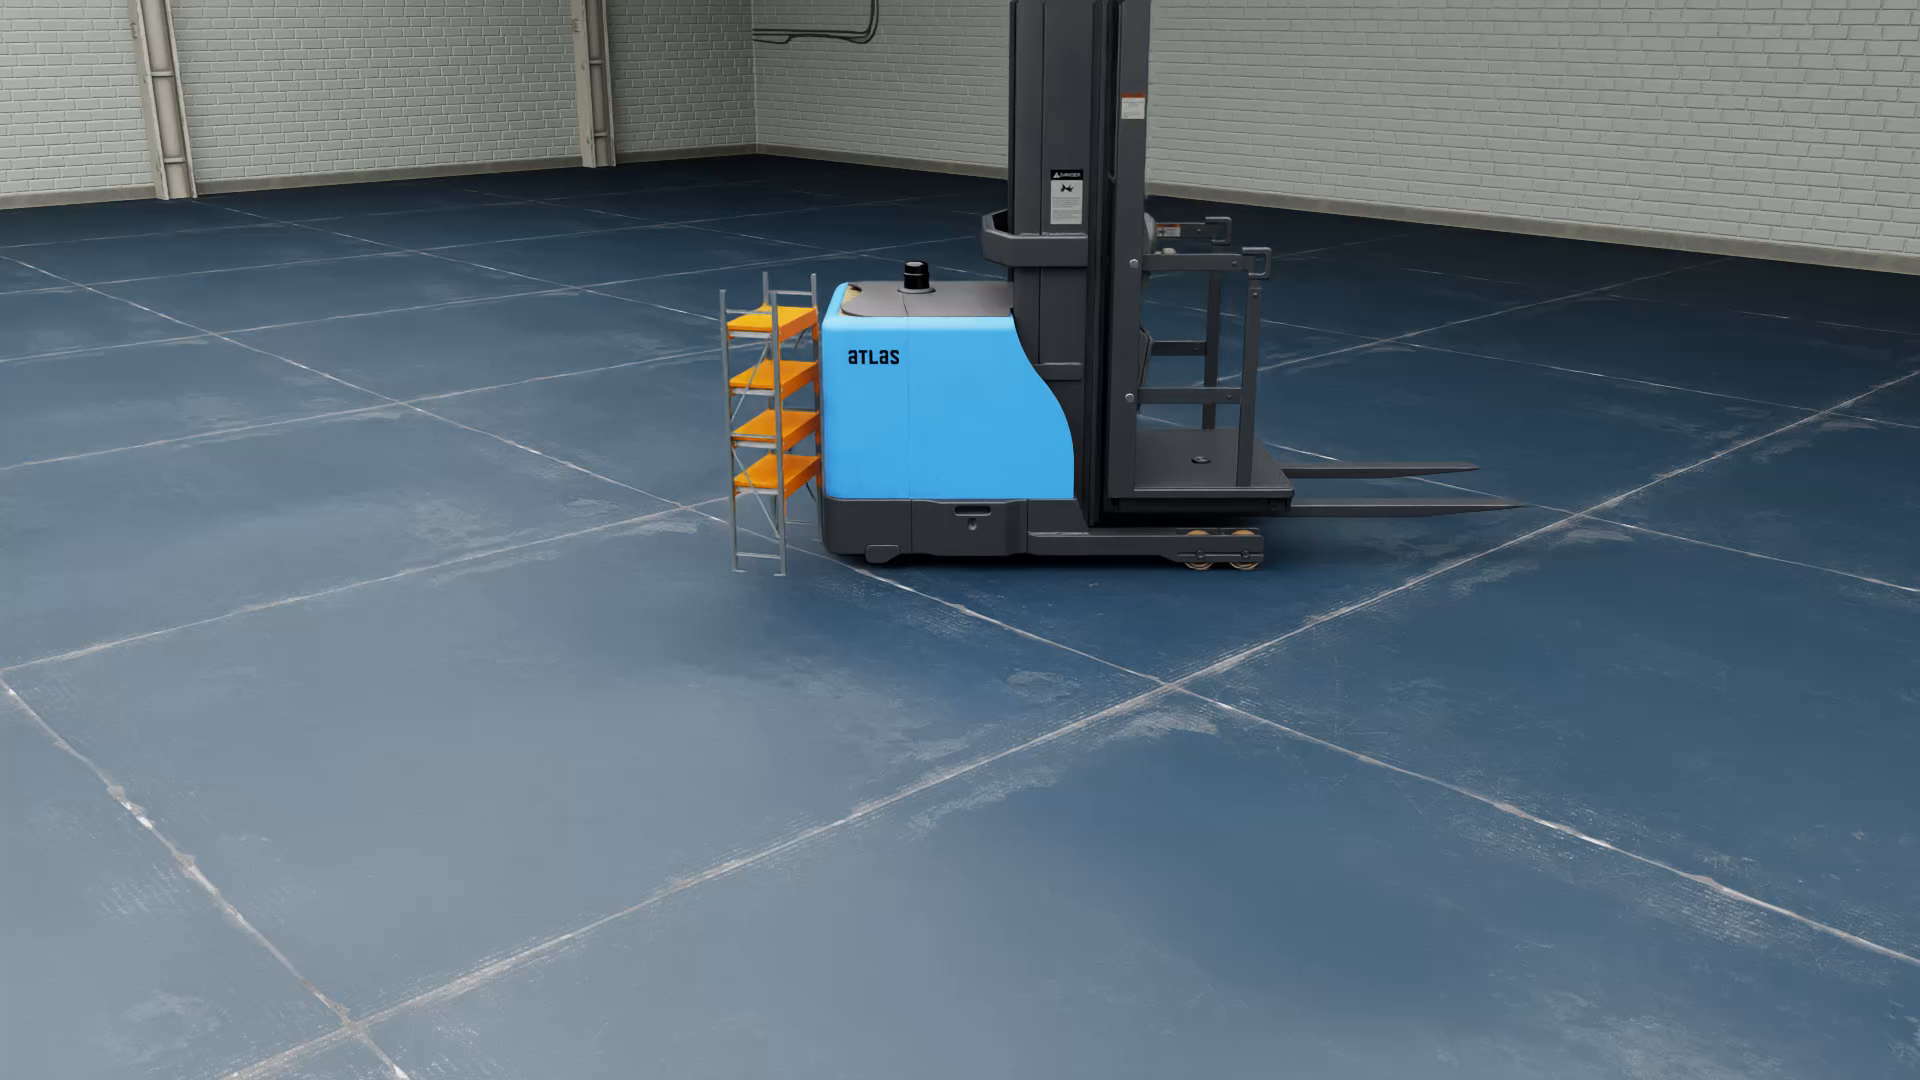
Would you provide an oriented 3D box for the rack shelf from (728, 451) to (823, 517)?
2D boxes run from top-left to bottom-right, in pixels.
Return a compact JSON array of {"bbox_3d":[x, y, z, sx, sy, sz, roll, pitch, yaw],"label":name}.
[{"bbox_3d":[-0.790,-0.246,7.160,0.258,0.148,0.480,4,18,14],"label":"rack shelf"}]

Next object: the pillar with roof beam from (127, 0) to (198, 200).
[{"bbox_3d":[-6.706,-7.541,16.154,0.400,9.000,9.100,-16,24,-41],"label":"pillar with roof beam"}]

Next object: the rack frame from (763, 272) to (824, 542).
[{"bbox_3d":[-0.730,-0.572,7.303,0.240,1.200,0.015,4,18,14],"label":"rack frame"}]

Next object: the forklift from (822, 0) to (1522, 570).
[{"bbox_3d":[0.928,-1.431,7.146,3.031,2.935,1.130,0,18,0],"label":"forklift"}]

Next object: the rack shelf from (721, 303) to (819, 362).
[{"bbox_3d":[-0.790,-0.873,6.957,0.258,0.148,0.480,4,18,14],"label":"rack shelf"}]

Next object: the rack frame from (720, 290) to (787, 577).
[{"bbox_3d":[-0.849,-0.426,6.853,0.240,1.200,0.015,4,18,14],"label":"rack frame"}]

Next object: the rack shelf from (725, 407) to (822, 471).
[{"bbox_3d":[-0.790,-0.435,7.099,0.258,0.148,0.480,4,18,14],"label":"rack shelf"}]

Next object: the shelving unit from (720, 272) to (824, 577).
[{"bbox_3d":[-0.790,-0.499,7.078,0.258,1.200,0.503,4,18,14],"label":"shelving unit"}]

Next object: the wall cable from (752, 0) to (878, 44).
[{"bbox_3d":[-2.255,-8.628,24.541,0.112,2.526,3.097,-16,24,-41],"label":"wall cable"}]

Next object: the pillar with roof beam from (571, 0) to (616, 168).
[{"bbox_3d":[-2.346,-8.813,20.075,0.400,9.000,9.100,-16,24,-41],"label":"pillar with roof beam"}]

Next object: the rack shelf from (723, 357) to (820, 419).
[{"bbox_3d":[-0.790,-0.648,7.030,0.258,0.148,0.480,4,18,14],"label":"rack shelf"}]
